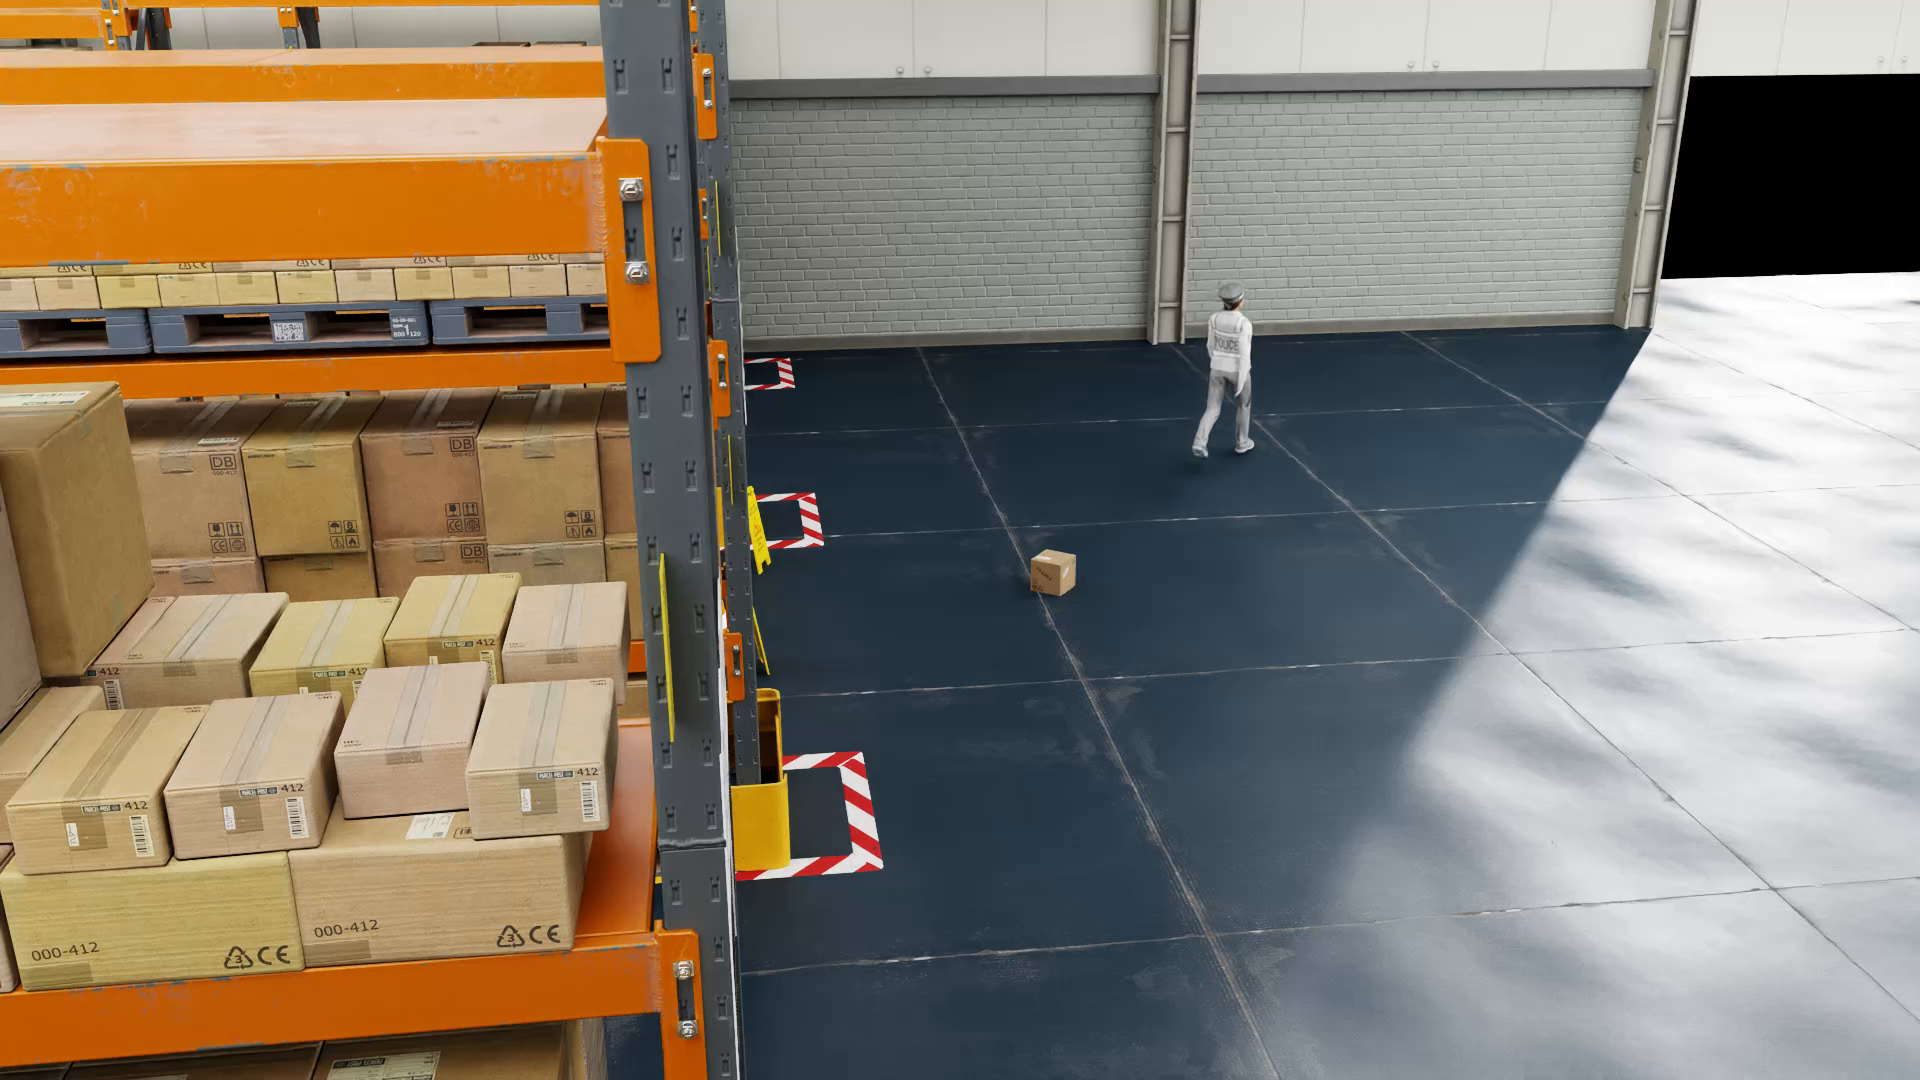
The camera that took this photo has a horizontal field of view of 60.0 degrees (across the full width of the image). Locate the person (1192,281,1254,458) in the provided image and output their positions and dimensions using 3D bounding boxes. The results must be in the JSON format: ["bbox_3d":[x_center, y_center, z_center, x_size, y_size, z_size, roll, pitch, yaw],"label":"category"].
[{"bbox_3d":[2.455,-1.552,15.246,0.477,1.646,0.936,12,23,29],"label":"person"}]
